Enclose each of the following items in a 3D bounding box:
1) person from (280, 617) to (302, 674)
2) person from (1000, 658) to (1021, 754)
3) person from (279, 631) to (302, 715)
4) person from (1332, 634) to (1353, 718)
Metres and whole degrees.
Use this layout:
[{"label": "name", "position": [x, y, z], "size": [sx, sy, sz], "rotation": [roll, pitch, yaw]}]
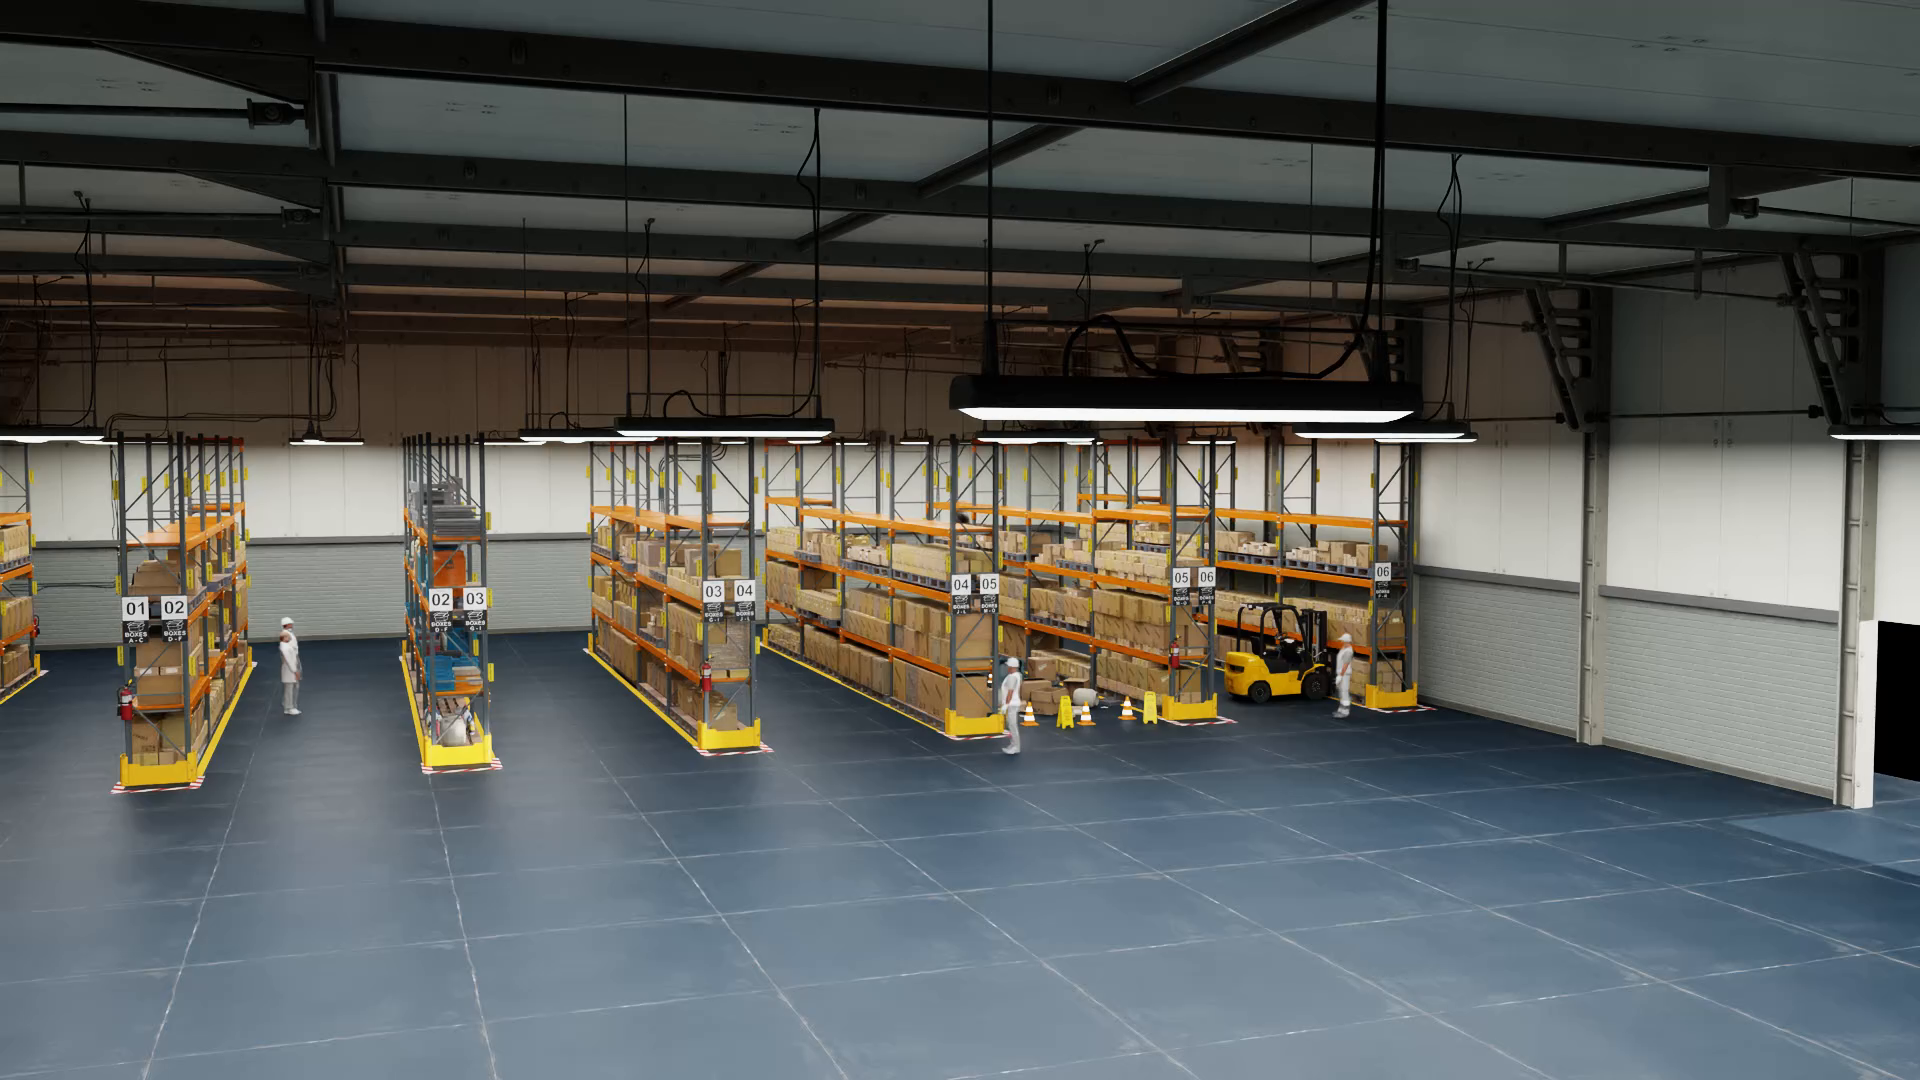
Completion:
[{"label": "person", "position": [-15.673, 2.693, 38.896], "size": [0.454, 1.777, 0.587], "rotation": [0, 3, 8]}, {"label": "person", "position": [0.939, 3.098, 31.128], "size": [0.409, 1.795, 0.638], "rotation": [0, 3, 0]}, {"label": "person", "position": [-14.397, 2.873, 35.798], "size": [0.563, 1.831, 0.668], "rotation": [0, 3, -1]}, {"label": "person", "position": [8.101, 2.864, 35.312], "size": [0.429, 1.785, 0.662], "rotation": [0, 3, -2]}]
